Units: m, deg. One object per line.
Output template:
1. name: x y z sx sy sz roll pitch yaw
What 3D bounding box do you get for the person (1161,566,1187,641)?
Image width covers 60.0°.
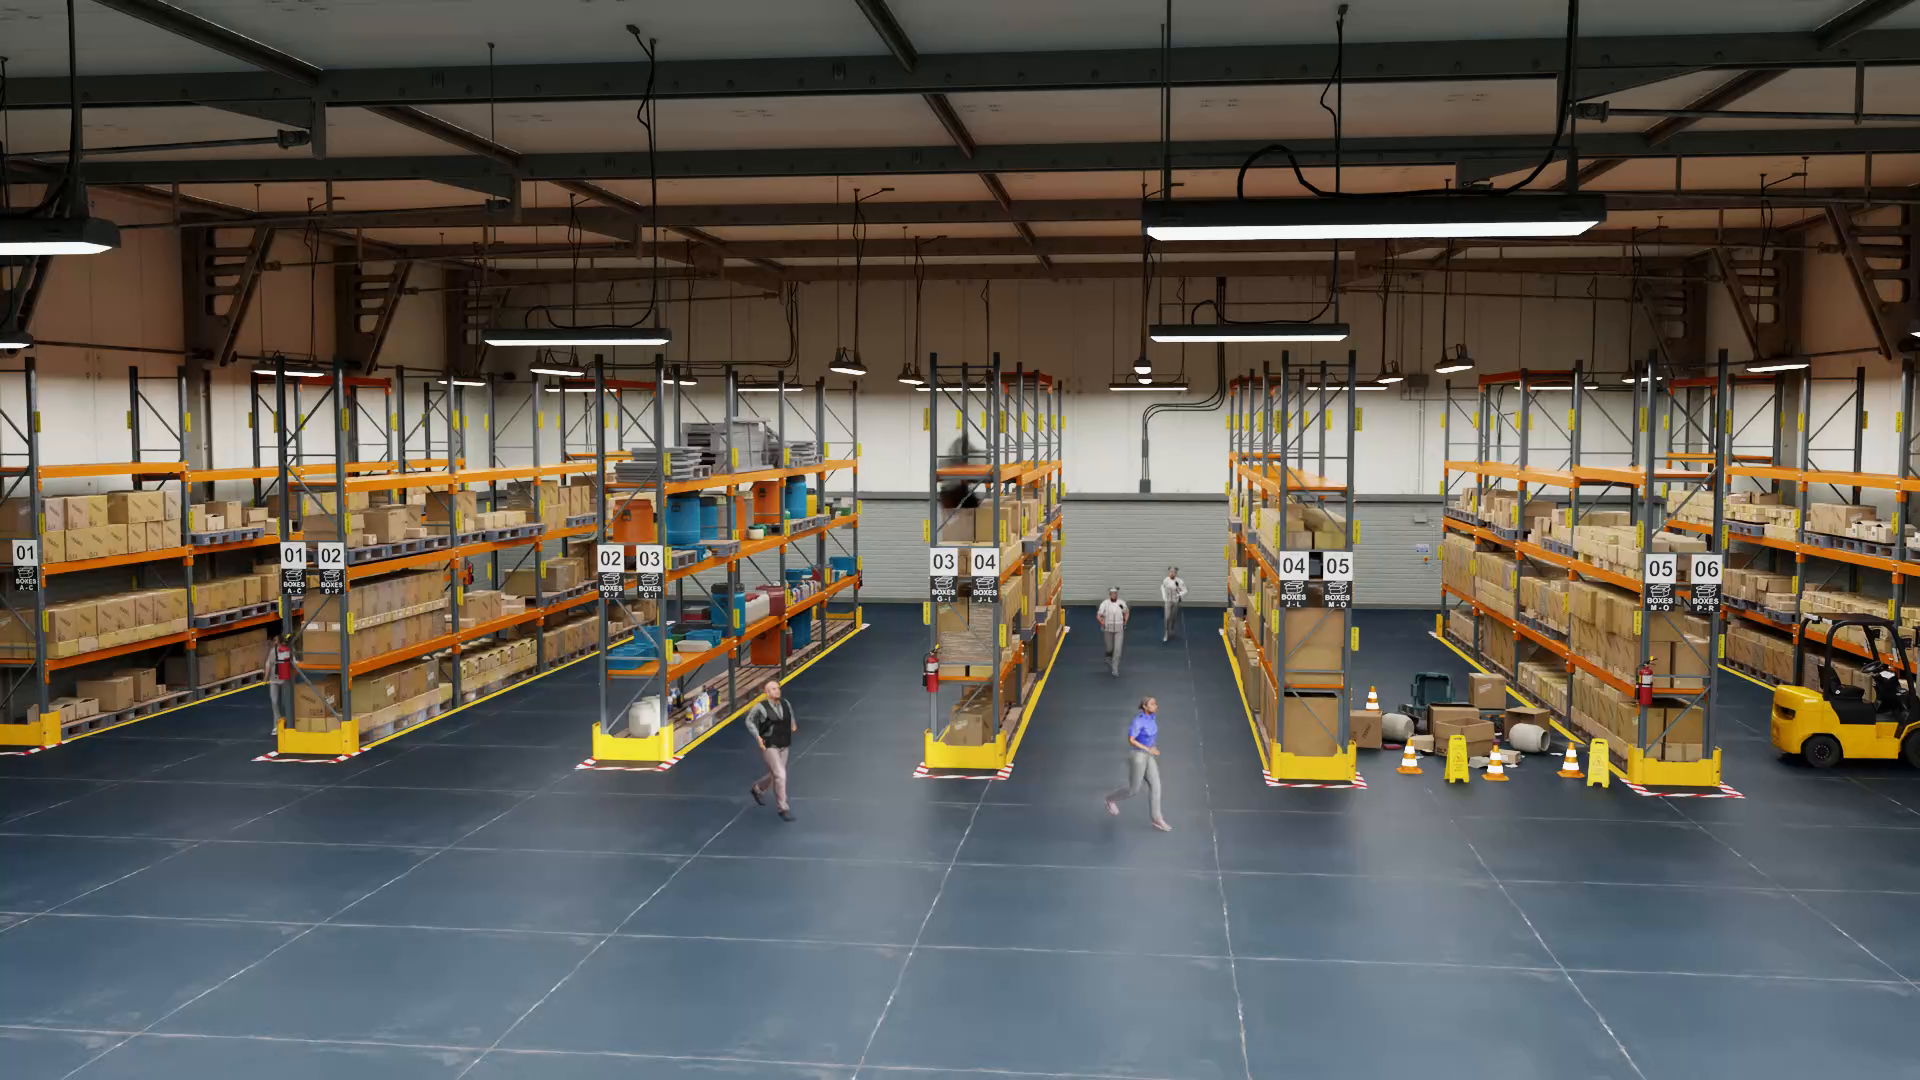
1. person: 4.940 1.462 38.381 0.616 1.756 0.745 1 4 13

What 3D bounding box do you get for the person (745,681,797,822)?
1. person: -2.366 2.650 21.144 0.890 1.736 0.648 4 6 44

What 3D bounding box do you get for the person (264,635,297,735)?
1. person: -10.954 2.310 26.843 0.558 1.586 0.750 0 4 1

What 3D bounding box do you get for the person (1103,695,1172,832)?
1. person: 2.223 2.735 20.607 0.953 1.647 0.600 3 5 33

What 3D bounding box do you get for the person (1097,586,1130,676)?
1. person: 3.067 1.792 33.228 0.663 1.772 0.816 0 4 0
